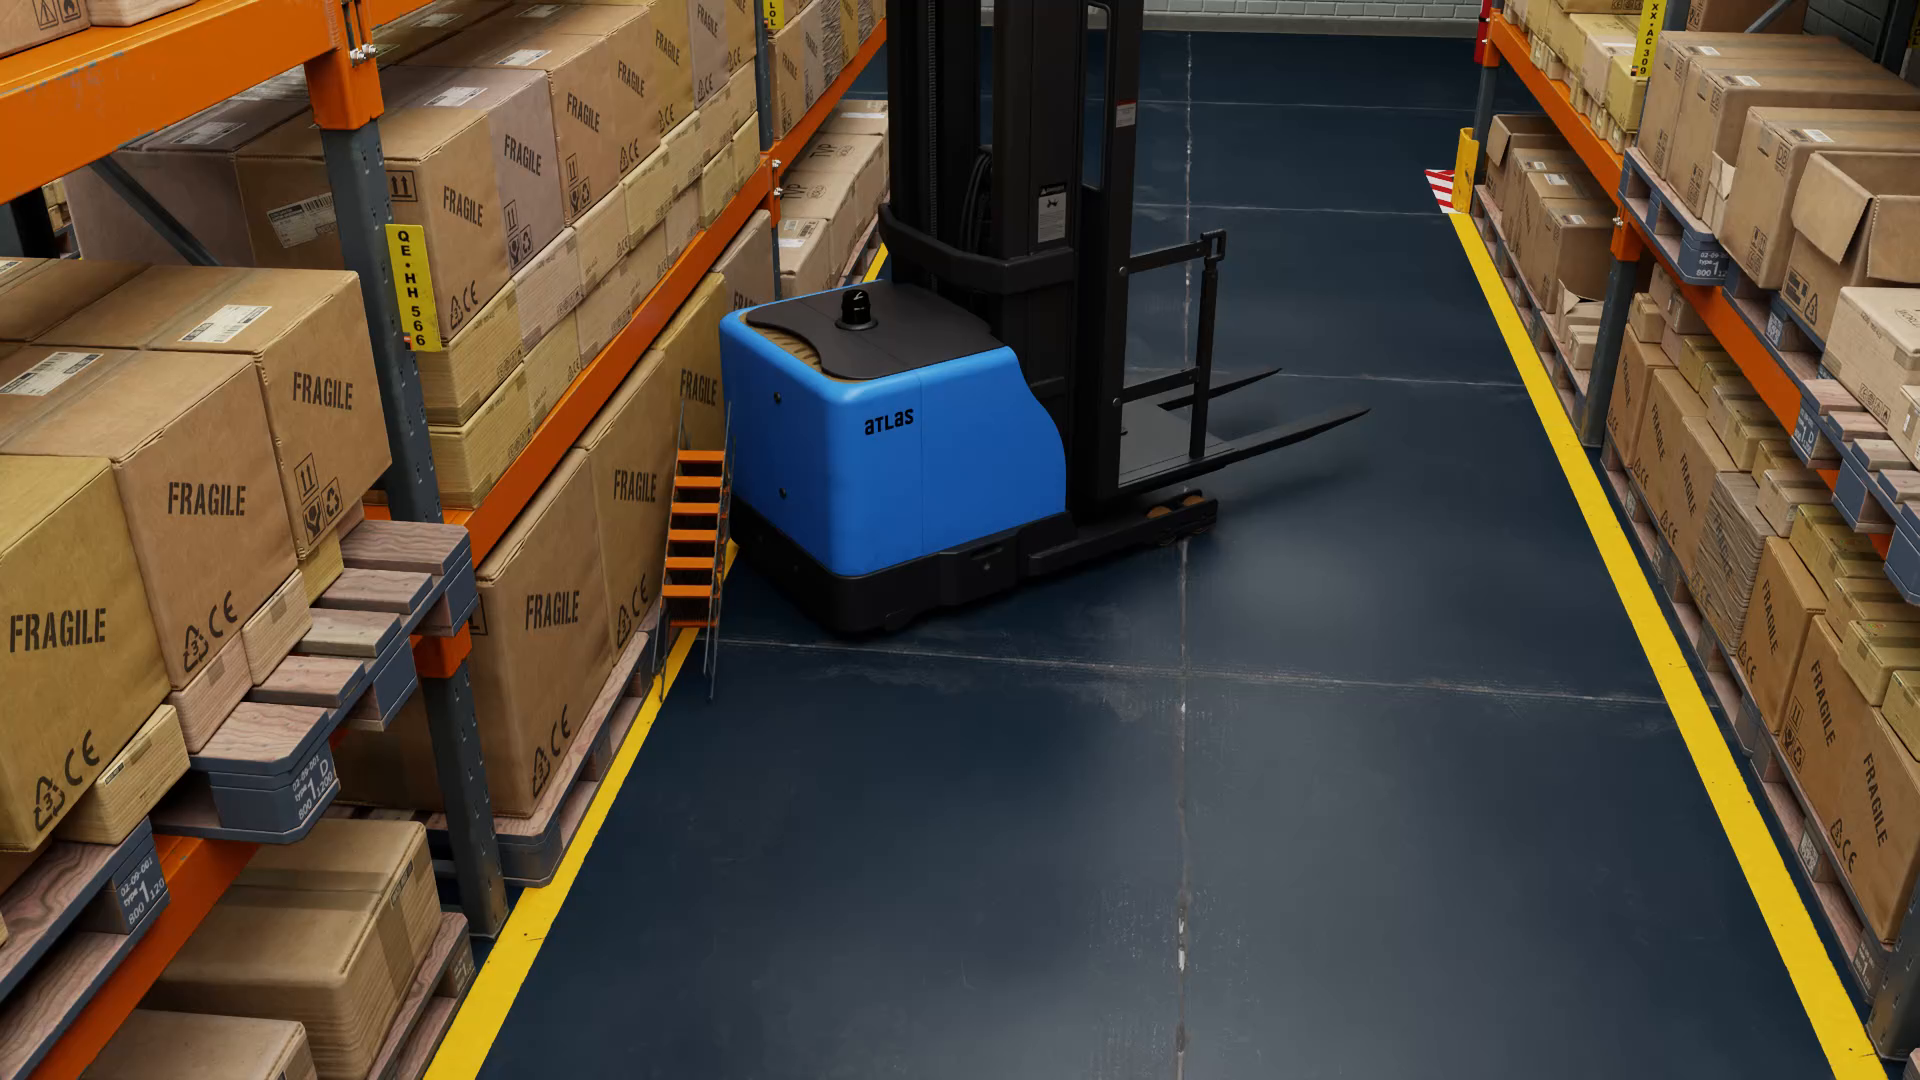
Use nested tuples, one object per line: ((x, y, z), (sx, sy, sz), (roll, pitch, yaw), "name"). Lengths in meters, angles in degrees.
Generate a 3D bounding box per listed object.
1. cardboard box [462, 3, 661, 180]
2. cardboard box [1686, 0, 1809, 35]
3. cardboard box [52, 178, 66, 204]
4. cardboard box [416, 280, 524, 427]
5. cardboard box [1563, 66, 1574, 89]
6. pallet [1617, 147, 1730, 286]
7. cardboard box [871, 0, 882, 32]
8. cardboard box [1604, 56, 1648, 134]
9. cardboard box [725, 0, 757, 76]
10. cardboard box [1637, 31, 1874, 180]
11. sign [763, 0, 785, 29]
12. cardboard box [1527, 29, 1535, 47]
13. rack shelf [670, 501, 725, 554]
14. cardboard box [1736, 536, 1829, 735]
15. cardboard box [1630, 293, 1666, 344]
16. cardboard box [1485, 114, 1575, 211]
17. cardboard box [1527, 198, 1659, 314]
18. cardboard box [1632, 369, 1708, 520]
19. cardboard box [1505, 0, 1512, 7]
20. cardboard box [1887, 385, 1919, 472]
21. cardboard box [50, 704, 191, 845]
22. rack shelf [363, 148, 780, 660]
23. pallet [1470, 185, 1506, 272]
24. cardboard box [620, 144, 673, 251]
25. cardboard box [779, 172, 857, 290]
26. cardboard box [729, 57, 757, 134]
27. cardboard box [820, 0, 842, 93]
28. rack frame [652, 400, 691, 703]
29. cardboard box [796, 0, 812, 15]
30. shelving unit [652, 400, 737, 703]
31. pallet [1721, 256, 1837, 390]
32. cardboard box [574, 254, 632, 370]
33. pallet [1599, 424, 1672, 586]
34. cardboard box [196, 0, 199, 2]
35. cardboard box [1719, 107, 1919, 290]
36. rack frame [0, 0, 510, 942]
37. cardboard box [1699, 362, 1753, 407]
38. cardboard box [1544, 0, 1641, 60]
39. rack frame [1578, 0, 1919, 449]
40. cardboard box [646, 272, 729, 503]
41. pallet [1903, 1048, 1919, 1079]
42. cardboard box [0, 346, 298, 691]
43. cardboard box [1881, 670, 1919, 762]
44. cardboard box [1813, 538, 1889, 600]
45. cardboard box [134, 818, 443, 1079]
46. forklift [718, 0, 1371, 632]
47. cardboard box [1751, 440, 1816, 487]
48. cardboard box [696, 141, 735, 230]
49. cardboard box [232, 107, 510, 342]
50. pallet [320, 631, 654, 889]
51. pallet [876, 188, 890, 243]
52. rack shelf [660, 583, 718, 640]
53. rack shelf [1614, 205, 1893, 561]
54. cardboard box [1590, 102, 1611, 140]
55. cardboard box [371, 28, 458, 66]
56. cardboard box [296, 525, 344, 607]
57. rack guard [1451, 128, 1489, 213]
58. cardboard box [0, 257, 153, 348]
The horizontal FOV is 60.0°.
((-1.390, -1.586, 5.872), (0.500, 0.500, 0.500), (4, 29, 7), "cardboard box")
((3.975, -2.847, 8.426), (0.500, 0.500, 0.500), (3, 28, 5), "cardboard box")
((-5.783, -2.232, 10.479), (0.380, 0.149, 0.250), (4, 29, 7), "cardboard box")
((-1.581, -0.548, 4.736), (0.500, 0.250, 0.500), (3, 28, 6), "cardboard box")
((3.524, -2.546, 9.078), (0.380, 0.149, 0.250), (3, 28, 6), "cardboard box")
((3.323, -1.312, 6.725), (1.003, 0.211, 1.213), (3, 28, 6), "pallet")
((-0.781, -3.502, 10.483), (0.500, 0.500, 0.500), (3, 28, 5), "cardboard box")
((3.349, -2.085, 7.802), (0.500, 0.250, 0.500), (4, 29, 7), "cardboard box")
((-1.204, -2.312, 7.220), (0.500, 0.500, 0.500), (4, 29, 8), "cardboard box")
((3.247, -1.781, 6.844), (0.700, 0.500, 0.500), (4, 29, 7), "cardboard box")
((-0.858, -2.501, 7.592), (0.100, 0.325, 0.005), (3, 28, 6), "sign")
((3.632, -3.036, 9.988), (0.380, 0.149, 0.250), (4, 29, 8), "cardboard box")
((-0.998, -0.039, 6.352), (0.180, 0.258, 0.103), (1, 58, -1), "rack shelf")
((3.010, 0.339, 5.651), (0.500, 0.500, 0.500), (5, 29, 8), "cardboard box")
((3.221, -0.983, 7.421), (0.380, 0.149, 0.250), (5, 29, 9), "cardboard box")
((3.850, -2.453, 10.829), (0.797, 0.503, 0.637), (2, 28, 4), "cardboard box")
((3.579, -1.562, 9.180), (0.700, 0.500, 0.500), (2, 28, 4), "cardboard box")
((3.191, -0.385, 6.995), (0.500, 0.500, 0.500), (3, 28, 6), "cardboard box")
((3.696, -3.516, 10.459), (0.500, 0.250, 0.500), (4, 29, 6), "cardboard box")
((2.738, -0.289, 4.446), (0.380, 0.149, 0.250), (4, 29, 7), "cardboard box")
((-1.701, 0.424, 3.123), (0.380, 0.149, 0.250), (4, 29, 7), "cardboard box")
((-1.643, -0.795, 6.321), (1.077, 0.370, 4.000), (3, 28, 6), "rack shelf")
((3.913, -2.010, 10.759), (1.003, 0.211, 1.213), (3, 28, 6), "pallet")
((-1.368, -1.264, 6.064), (0.500, 0.250, 0.500), (4, 29, 7), "cardboard box")
((-1.105, -1.821, 9.726), (0.875, 0.438, 0.875), (3, 28, 5), "cardboard box")
((-1.211, -1.985, 7.404), (0.500, 0.250, 0.500), (3, 28, 6), "cardboard box")
((-0.948, -2.773, 9.129), (0.500, 0.500, 0.500), (4, 29, 7), "cardboard box")
((-1.090, 0.024, 6.310), (0.006, 0.240, 1.200), (1, 58, -1), "rack frame")
((-1.031, -2.985, 8.468), (0.500, 0.500, 0.500), (3, 28, 6), "cardboard box")
((-0.998, 0.025, 6.312), (0.189, 0.258, 1.200), (1, 58, -1), "shelving unit")
((3.272, -0.715, 5.616), (1.003, 0.211, 1.213), (3, 28, 6), "pallet")
((-1.463, -0.809, 5.748), (0.500, 0.250, 0.500), (4, 29, 8), "cardboard box")
((3.467, -0.154, 7.313), (1.003, 0.211, 1.213), (3, 28, 6), "pallet")
((-1.718, -1.220, 3.454), (0.380, 0.149, 0.250), (3, 28, 6), "cardboard box")
((3.088, -1.167, 5.706), (0.700, 0.500, 0.500), (3, 28, 6), "cardboard box")
((-1.888, -0.170, 4.403), (1.000, 3.000, 0.127), (3, 28, 6), "rack frame")
((3.223, -0.597, 6.704), (0.380, 0.149, 0.250), (3, 28, 5), "cardboard box")
((3.534, -2.798, 9.126), (0.500, 0.250, 0.500), (3, 28, 5), "cardboard box")
((3.529, -1.766, 7.366), (1.000, 3.000, 0.127), (3, 28, 6), "rack frame")
((-1.498, -0.580, 6.962), (0.875, 0.875, 0.875), (4, 29, 8), "cardboard box")
((2.899, 1.729, 3.817), (1.003, 0.211, 1.213), (3, 28, 6), "pallet")
((-1.720, -0.056, 3.329), (0.500, 0.500, 0.500), (3, 28, 5), "cardboard box")
((2.848, 0.499, 4.669), (0.380, 0.149, 0.250), (2, 28, 4), "cardboard box")
((3.004, 0.126, 5.362), (0.380, 0.149, 0.250), (4, 29, 8), "cardboard box")
((-1.967, 1.067, 4.434), (0.950, 0.372, 0.625), (1, 28, 3), "cardboard box")
((0.523, -1.457, 6.863), (3.031, 2.935, 1.130), (-18, 33, -29), "forklift")
((3.119, -0.236, 6.034), (0.380, 0.149, 0.250), (3, 29, 6), "cardboard box")
((-1.266, -1.522, 7.070), (0.500, 0.250, 0.500), (3, 28, 5), "cardboard box")
((-1.585, -0.872, 4.547), (0.500, 0.500, 0.500), (2, 28, 5), "cardboard box")
((-1.717, 0.691, 5.745), (1.003, 0.211, 1.213), (3, 28, 6), "pallet")
((-0.928, -2.327, 11.347), (1.003, 0.211, 1.213), (3, 28, 6), "pallet")
((-0.999, 0.267, 6.161), (0.180, 0.258, 0.103), (1, 58, -1), "rack shelf")
((3.284, -0.508, 5.789), (1.077, 0.370, 4.000), (3, 28, 6), "rack shelf")
((3.335, -2.068, 8.191), (0.380, 0.149, 0.250), (4, 29, 8), "cardboard box")
((-1.962, -1.388, 5.505), (0.500, 0.500, 0.500), (3, 28, 6), "cardboard box")
((-1.656, 0.054, 3.809), (0.380, 0.149, 0.250), (4, 29, 7), "cardboard box")
((4.010, -2.513, 11.387), (1.175, 0.500, 0.348), (3, 28, 6), "rack guard")
((-2.173, -0.332, 3.841), (0.500, 0.500, 0.500), (3, 28, 5), "cardboard box")
